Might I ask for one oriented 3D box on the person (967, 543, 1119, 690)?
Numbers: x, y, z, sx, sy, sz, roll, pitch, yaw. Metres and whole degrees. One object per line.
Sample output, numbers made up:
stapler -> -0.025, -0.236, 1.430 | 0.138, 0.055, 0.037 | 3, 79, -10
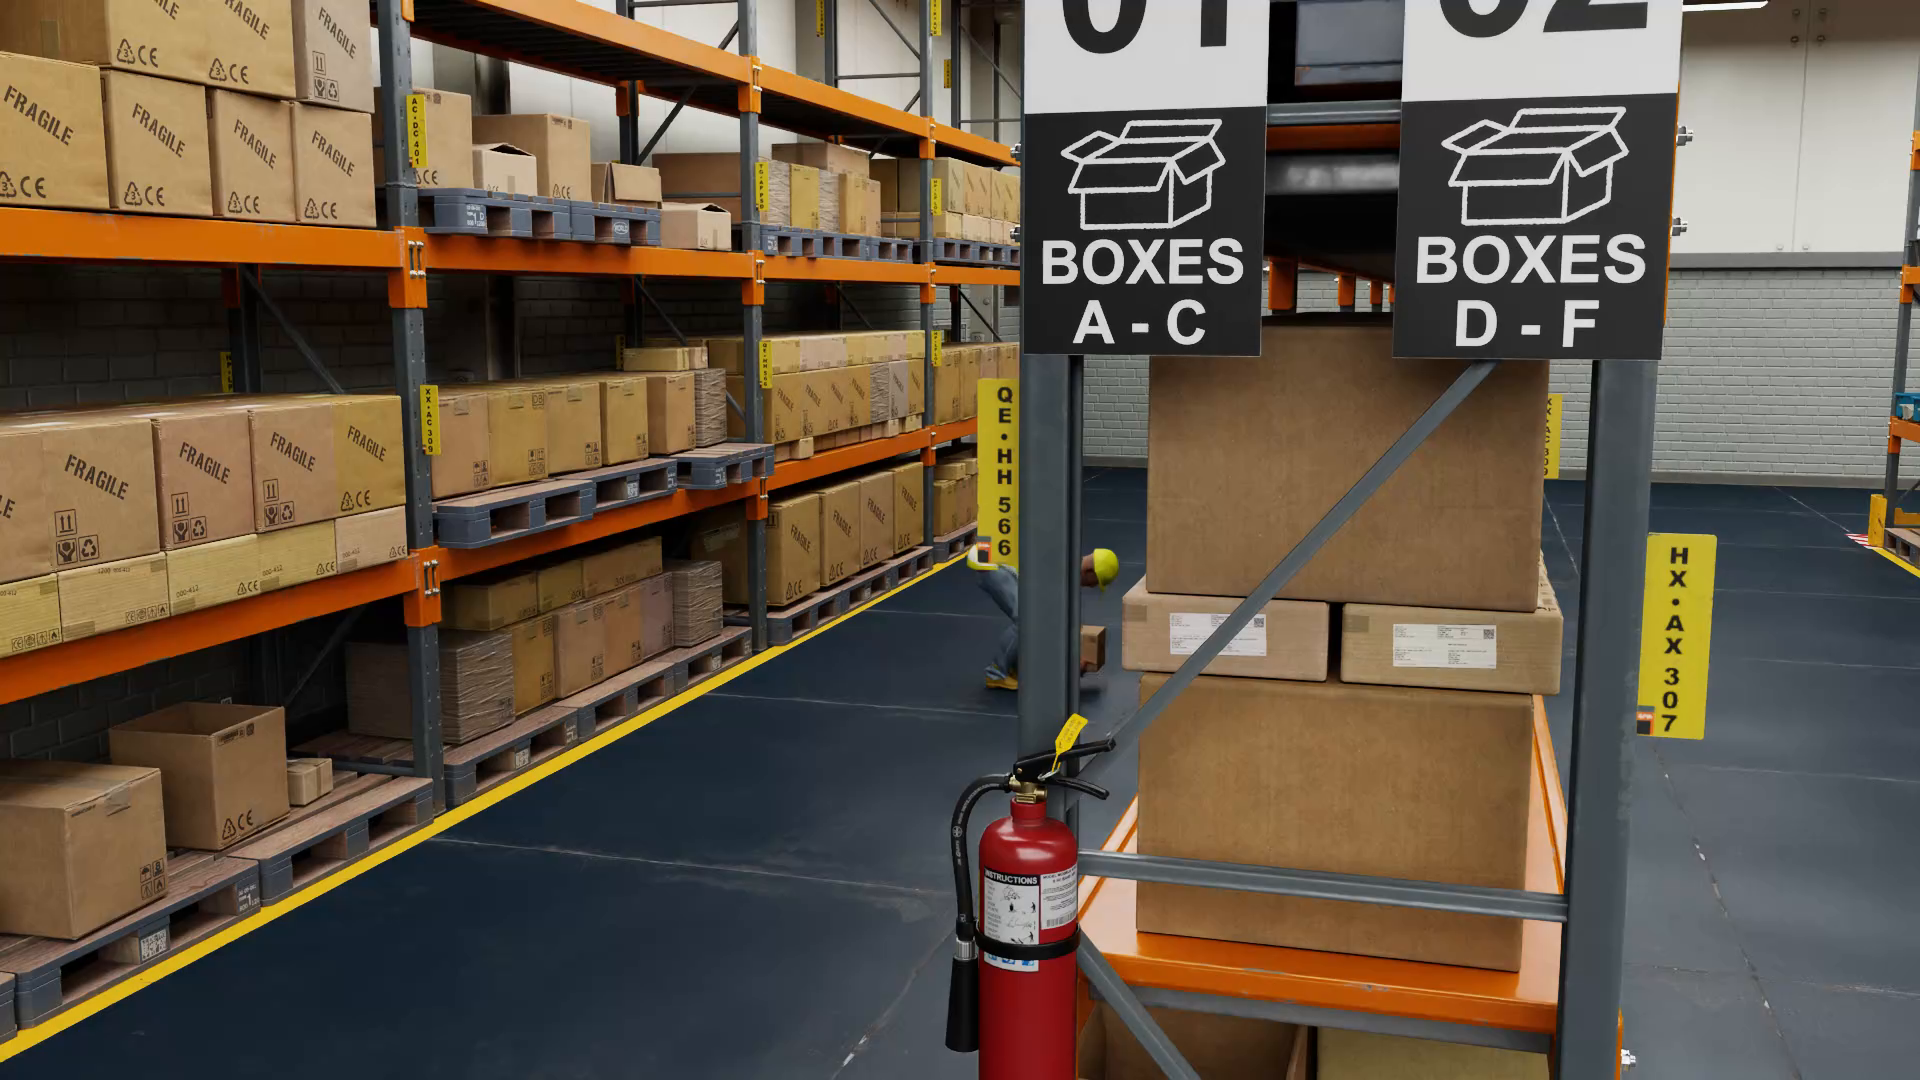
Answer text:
person -> 0.538, 0.439, 10.766 | 0.979, 1.031, 0.493 | 2, 9, 13
